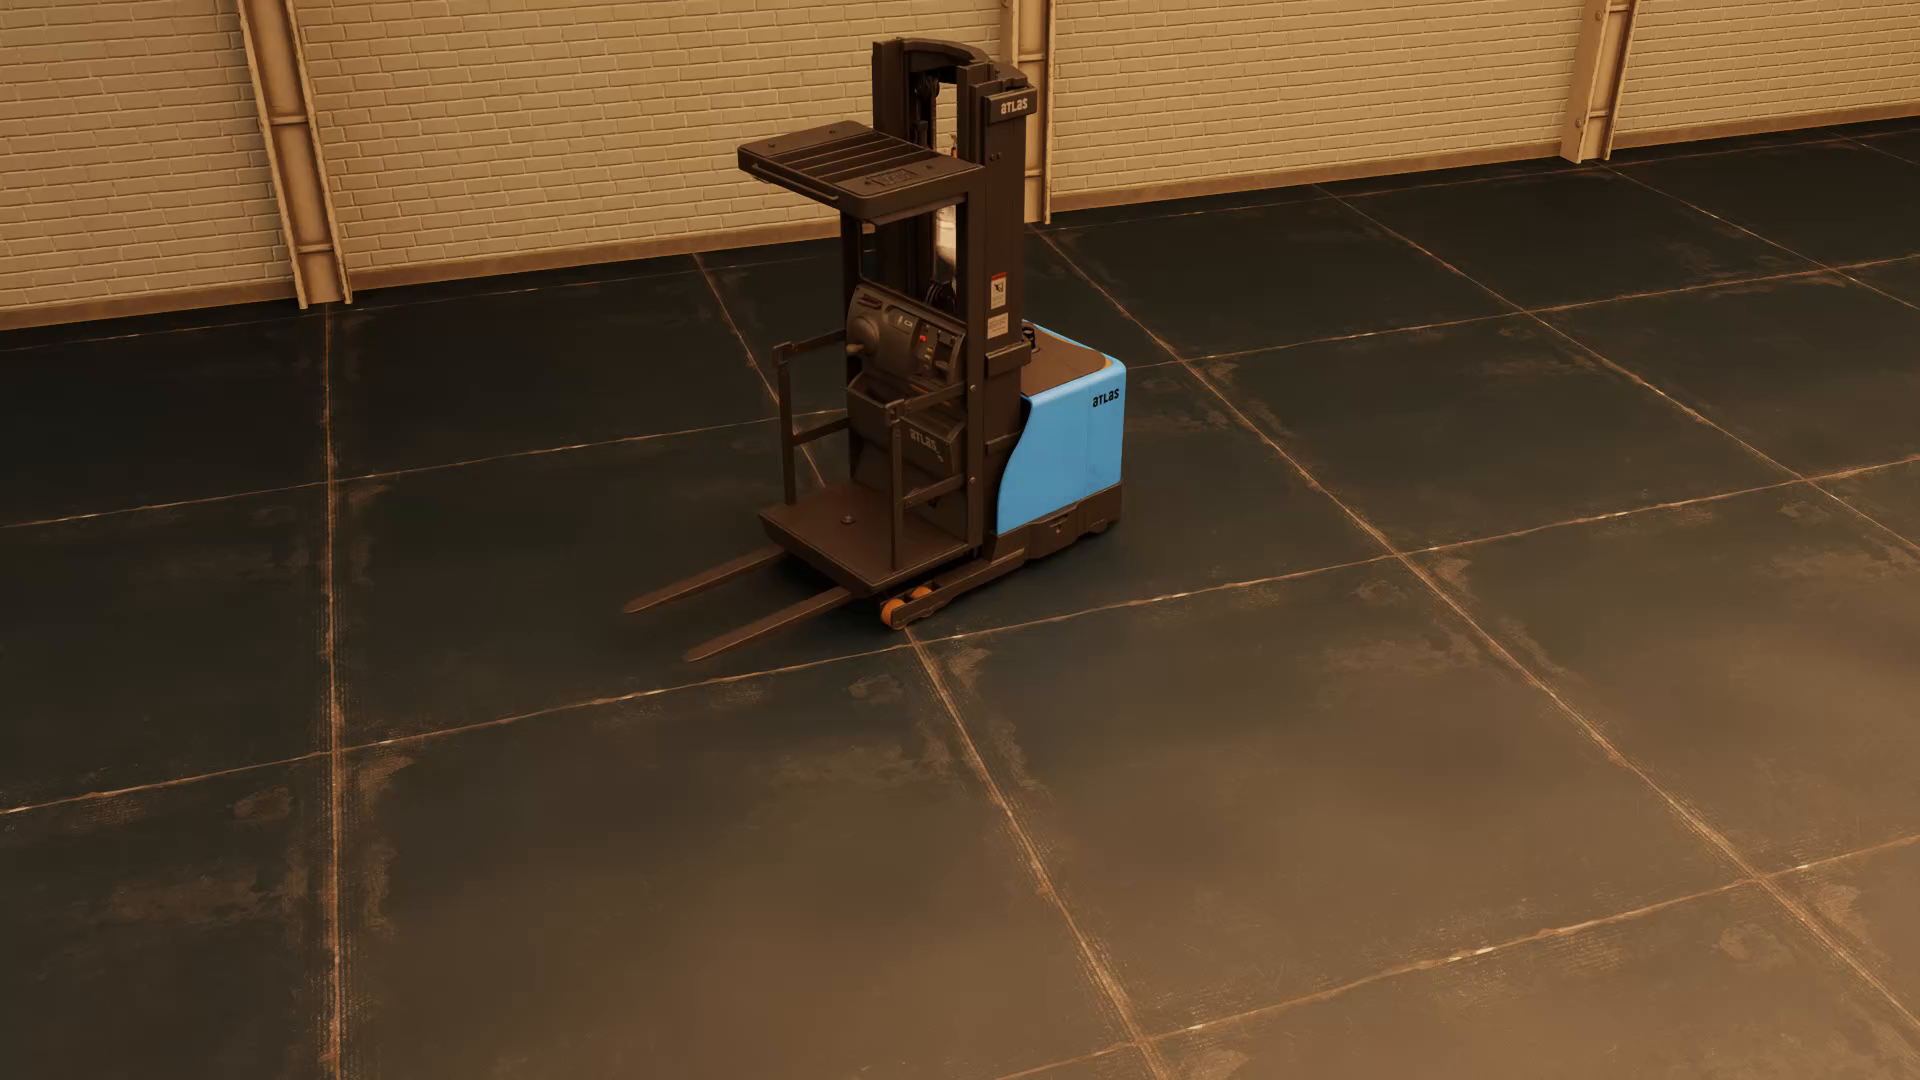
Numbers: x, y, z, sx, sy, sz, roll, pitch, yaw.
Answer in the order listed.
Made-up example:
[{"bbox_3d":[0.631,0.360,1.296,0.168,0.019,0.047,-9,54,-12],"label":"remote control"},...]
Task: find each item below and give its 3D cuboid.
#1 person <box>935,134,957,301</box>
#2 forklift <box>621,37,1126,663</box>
[{"bbox_3d":[0.080,-2.224,12.306,0.672,1.594,0.742,-13,32,-22],"label":"person"},{"bbox_3d":[-0.461,-1.072,8.951,3.031,2.935,1.130,-23,37,-34],"label":"forklift"}]
